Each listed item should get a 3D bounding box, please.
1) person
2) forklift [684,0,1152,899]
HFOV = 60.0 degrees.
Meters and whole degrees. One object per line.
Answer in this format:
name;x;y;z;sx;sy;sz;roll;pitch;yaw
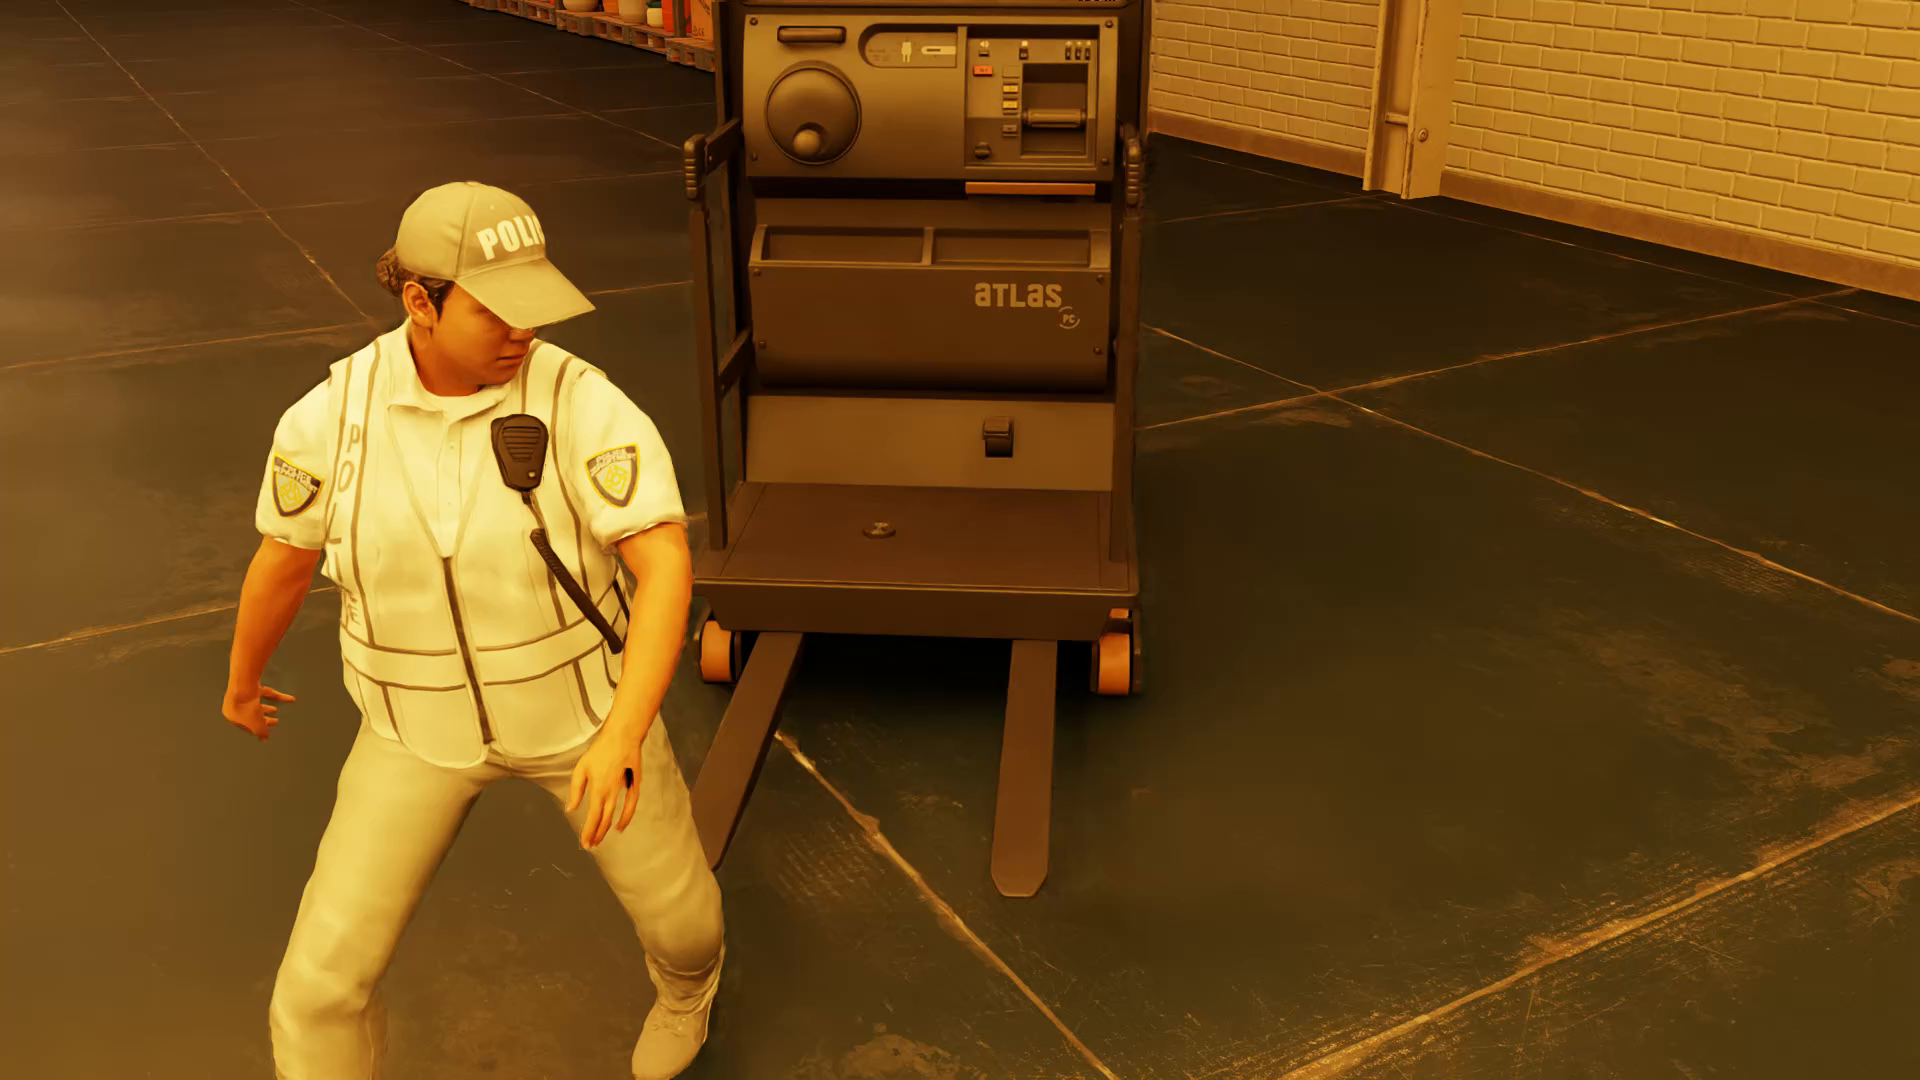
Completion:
person;-0.739;0.284;2.417;0.743;1.585;0.767;-3;23;-8
forklift;-0.089;-1.092;3.934;1.130;2.935;3.031;2;22;4
